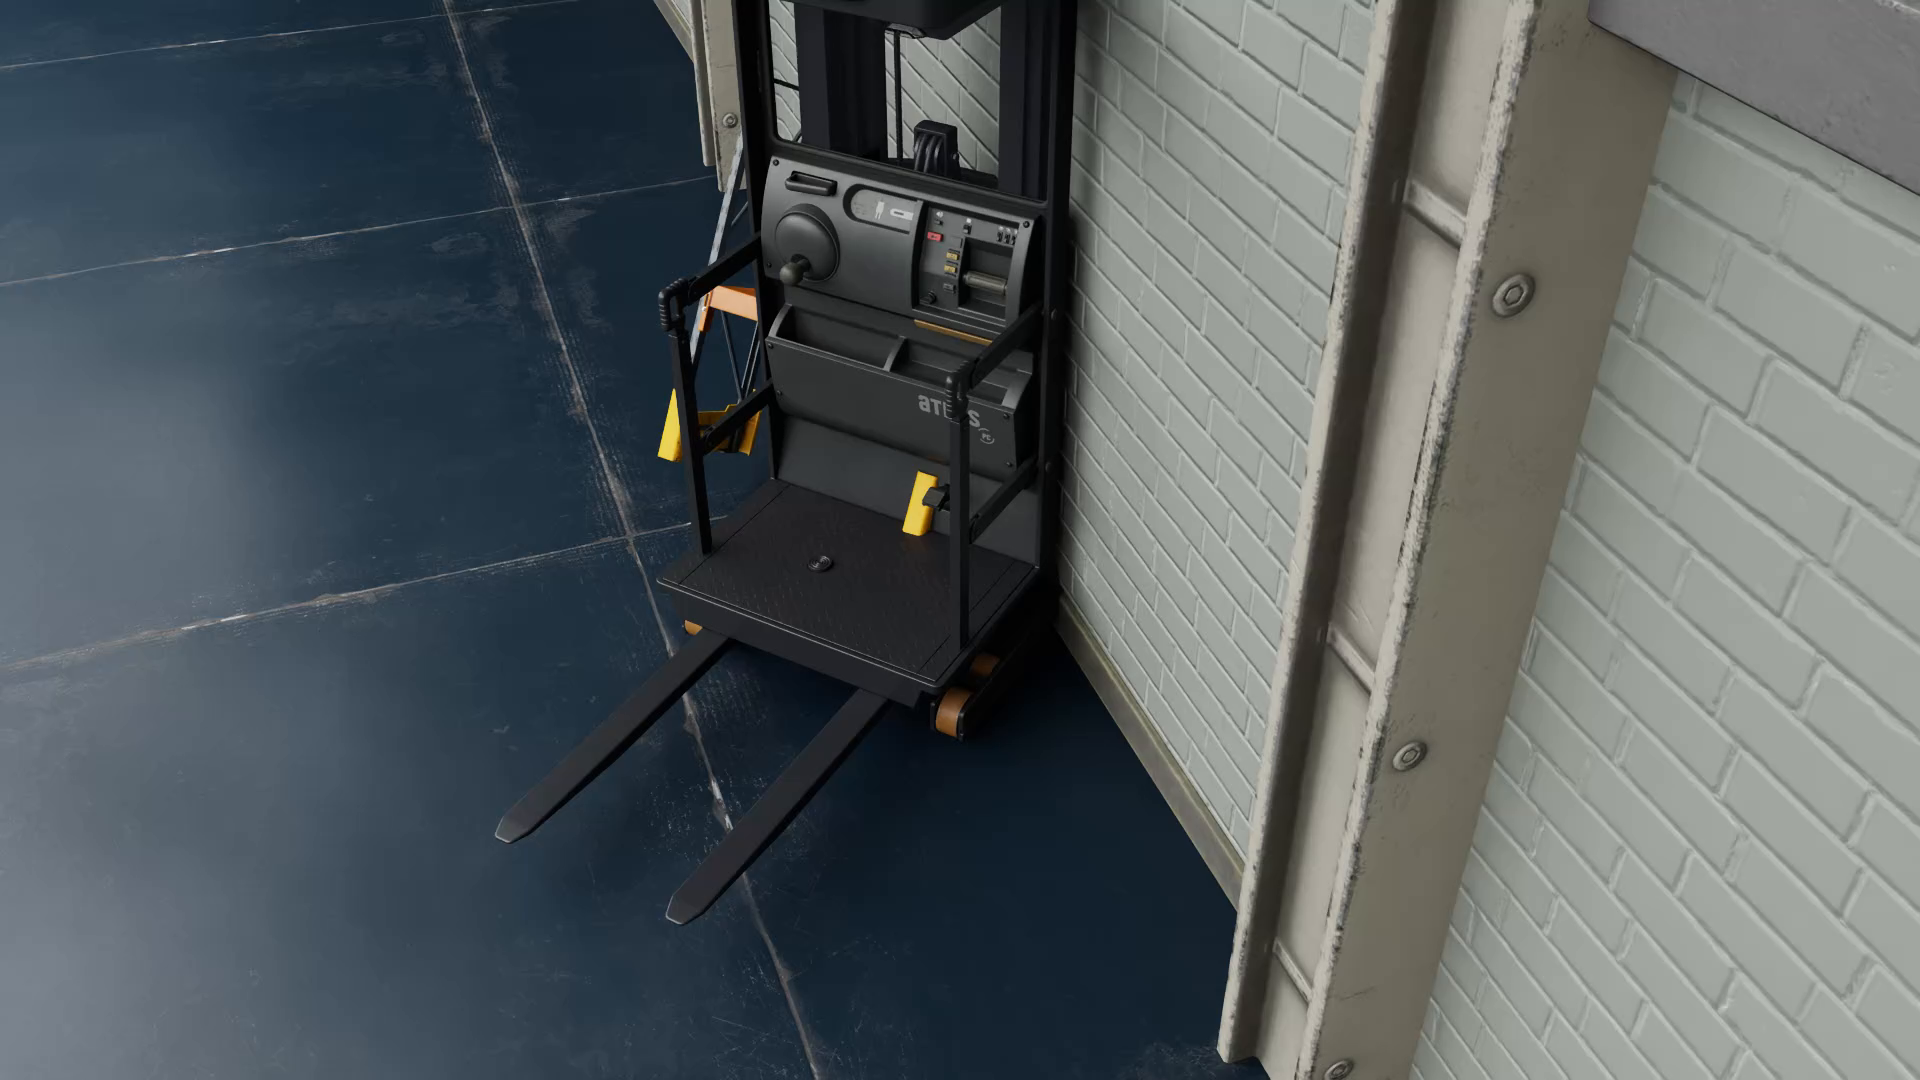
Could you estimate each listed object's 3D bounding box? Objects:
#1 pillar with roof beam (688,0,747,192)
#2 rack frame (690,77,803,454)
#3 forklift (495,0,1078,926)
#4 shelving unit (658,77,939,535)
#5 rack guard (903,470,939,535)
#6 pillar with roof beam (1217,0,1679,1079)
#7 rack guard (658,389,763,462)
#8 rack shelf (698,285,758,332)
[{"bbox_3d":[-5.210,-4.657,4.953,9.100,9.000,0.400,-12,39,-16],"label":"pillar with roof beam"},{"bbox_3d":[-0.782,-1.036,6.144,0.032,1.500,0.500,19,12,19],"label":"rack frame"},{"bbox_3d":[-0.304,-0.843,4.933,1.130,2.935,3.031,19,41,23],"label":"forklift"},{"bbox_3d":[-0.320,-0.876,5.974,1.083,1.500,0.587,19,12,19],"label":"shelving unit"},{"bbox_3d":[-0.036,-0.130,5.932,0.087,0.250,0.587,19,12,19],"label":"rack guard"},{"bbox_3d":[-3.145,-1.267,0.453,9.100,9.000,0.400,-12,39,-16],"label":"pillar with roof beam"},{"bbox_3d":[-0.925,-0.438,6.258,0.087,0.250,0.587,19,12,19],"label":"rack guard"},{"bbox_3d":[-0.374,-0.709,6.012,1.000,0.185,0.538,19,12,19],"label":"rack shelf"}]
